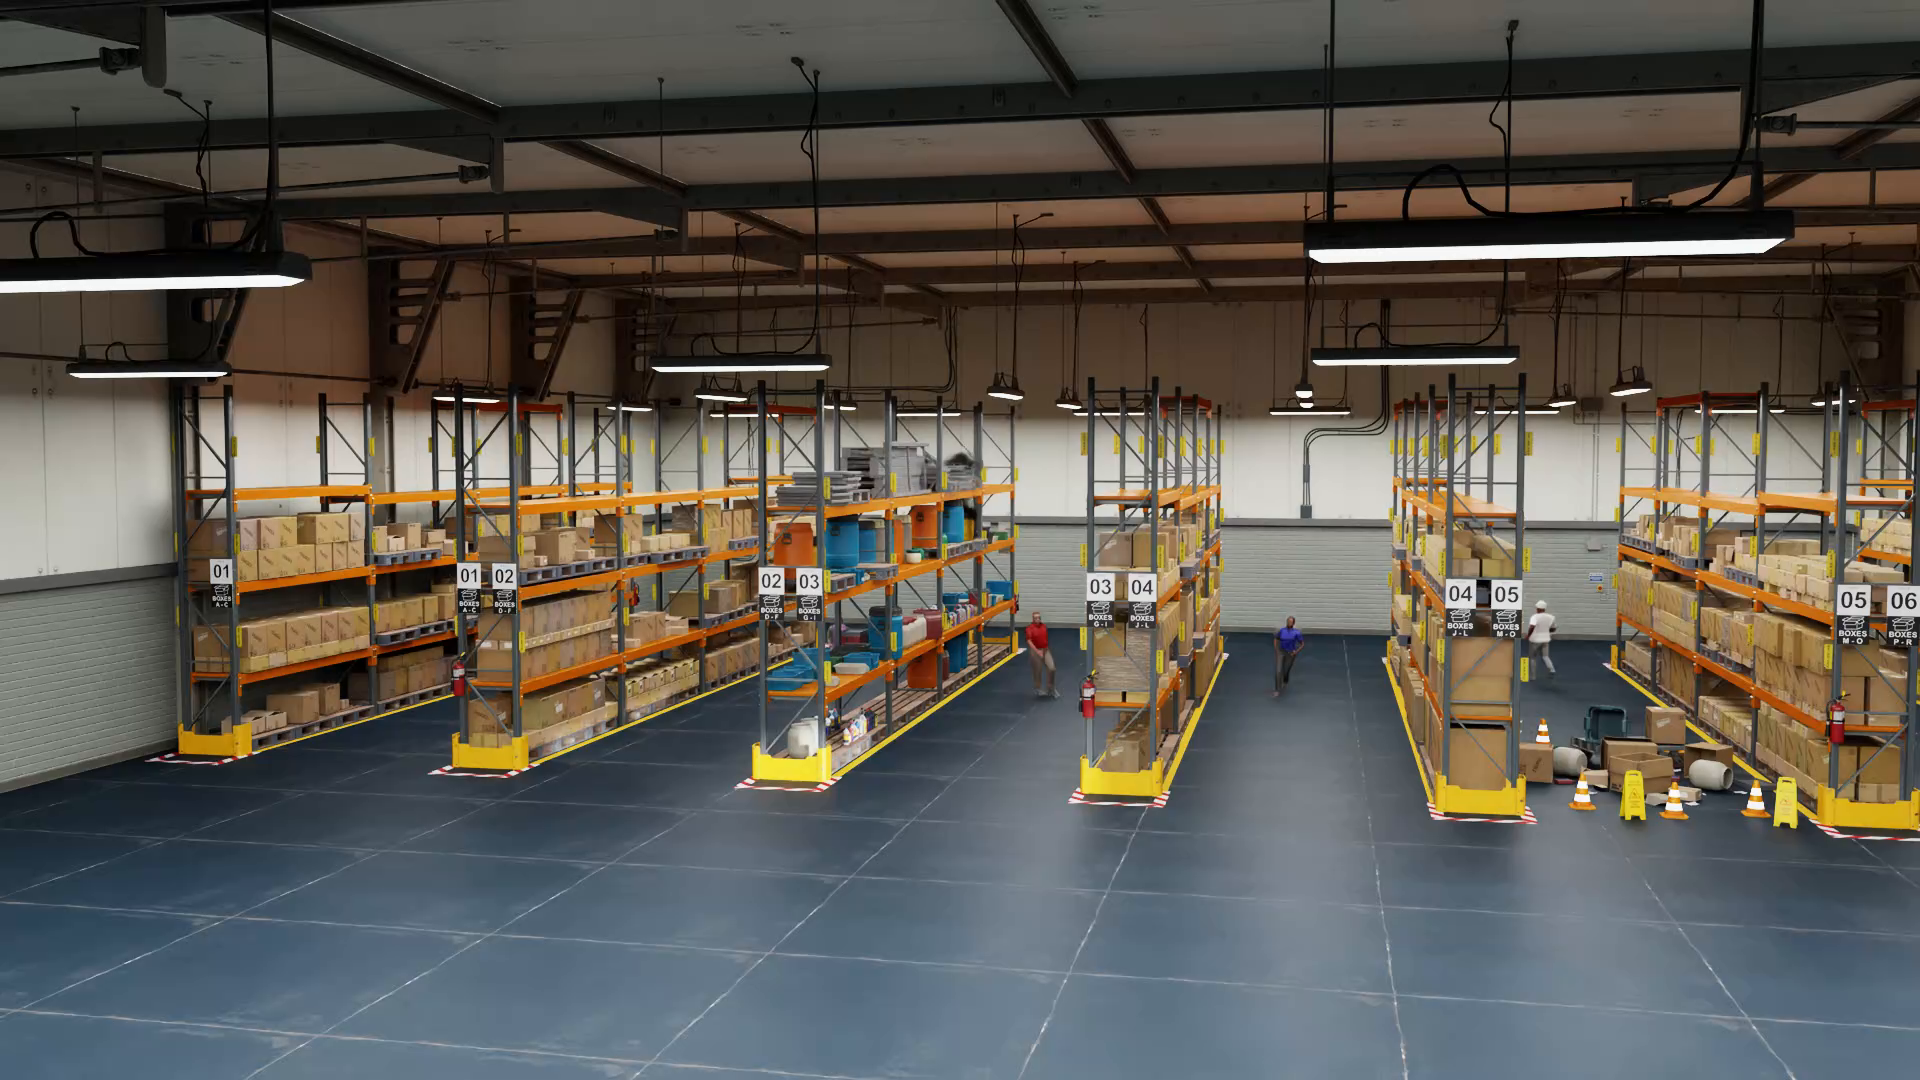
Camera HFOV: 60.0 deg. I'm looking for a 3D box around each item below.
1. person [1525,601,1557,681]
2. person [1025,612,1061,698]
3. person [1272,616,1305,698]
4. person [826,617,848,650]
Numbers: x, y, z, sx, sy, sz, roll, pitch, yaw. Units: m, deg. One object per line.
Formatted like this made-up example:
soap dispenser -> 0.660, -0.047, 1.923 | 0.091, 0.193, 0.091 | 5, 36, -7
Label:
person -> 12.299, 2.152, 35.215 | 0.698, 1.746, 0.931 | 0, 3, -6
person -> 1.616, 2.298, 33.162 | 0.703, 1.740, 0.640 | -2, 4, -26
person -> 6.616, 2.333, 33.485 | 0.635, 1.611, 0.755 | 1, 3, 20
person -> -2.504, 2.306, 34.753 | 0.571, 1.519, 0.804 | -1, 3, -12
